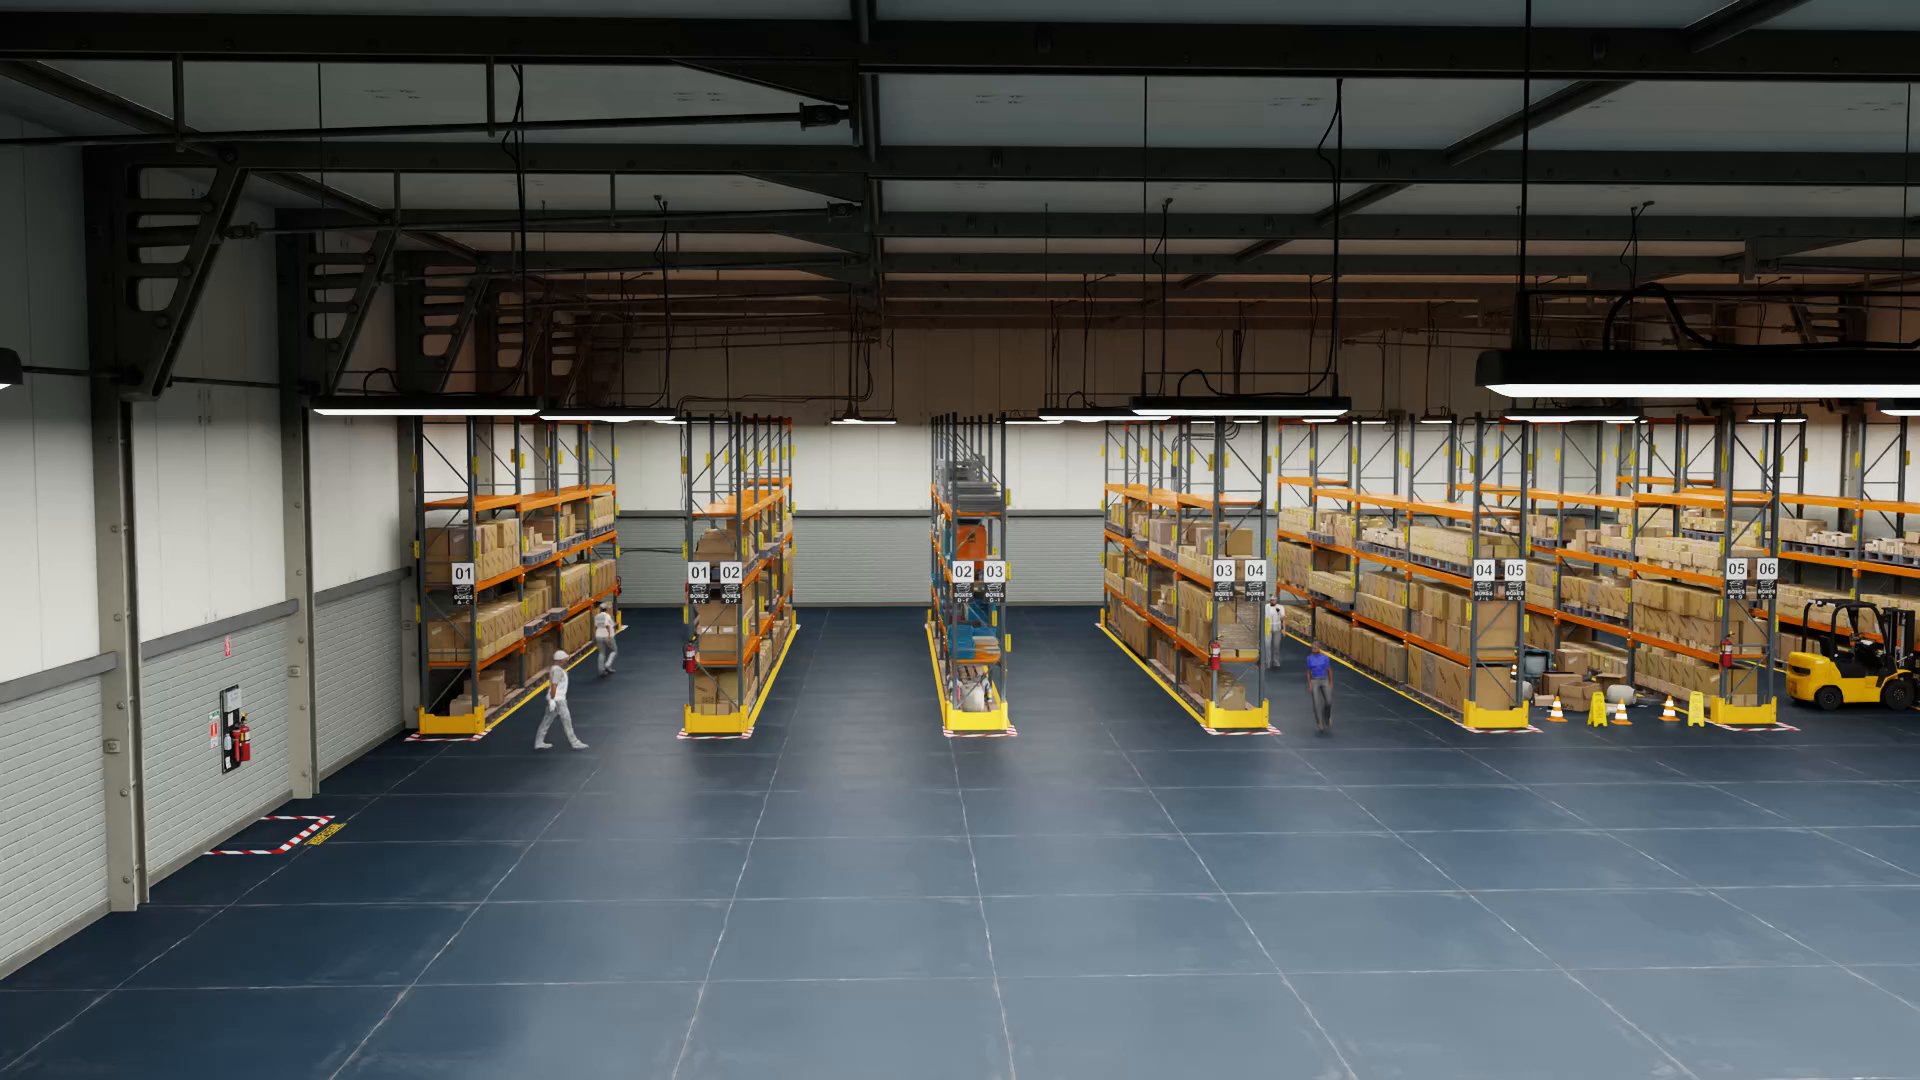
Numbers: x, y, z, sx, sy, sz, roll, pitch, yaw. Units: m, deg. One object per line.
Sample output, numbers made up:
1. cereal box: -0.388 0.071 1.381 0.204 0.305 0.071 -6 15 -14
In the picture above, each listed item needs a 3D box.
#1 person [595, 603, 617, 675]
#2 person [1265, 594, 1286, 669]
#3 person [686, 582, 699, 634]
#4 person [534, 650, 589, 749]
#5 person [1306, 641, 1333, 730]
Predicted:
1. person: -8.186 2.278 38.376 0.537 1.651 0.490 1 4 13
2. person: 7.465 2.179 39.584 0.591 1.825 0.552 1 4 15
3. person: -7.372 1.739 45.874 0.574 1.726 0.492 3 5 40
4. person: -7.085 2.824 29.499 0.928 1.734 0.617 -1 4 -17
5. person: 6.824 2.752 31.549 0.505 1.651 0.444 1 4 10
